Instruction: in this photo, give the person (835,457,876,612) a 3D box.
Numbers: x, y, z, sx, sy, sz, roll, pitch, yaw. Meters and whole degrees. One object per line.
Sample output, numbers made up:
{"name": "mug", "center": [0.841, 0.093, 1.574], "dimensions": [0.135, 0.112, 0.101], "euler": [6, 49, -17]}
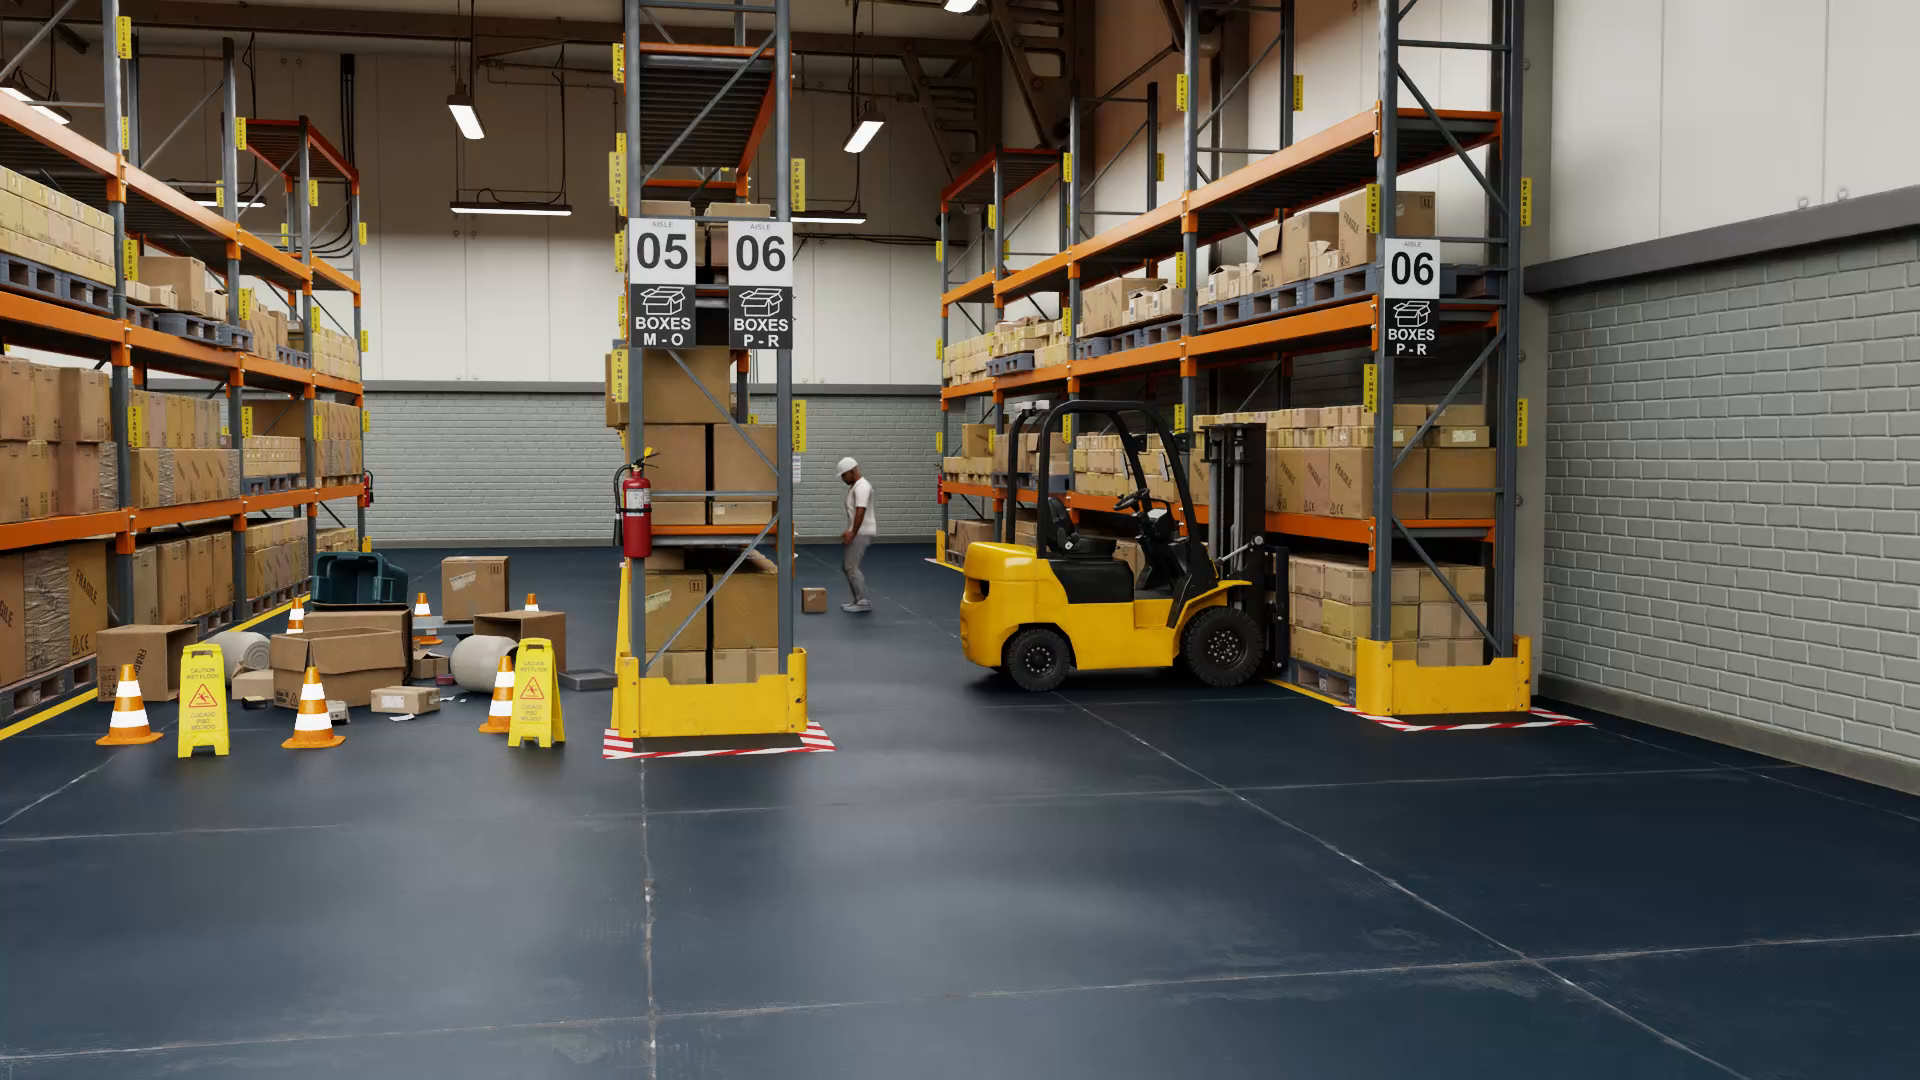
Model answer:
{"name": "person", "center": [-1.166, -0.063, 18.591], "dimensions": [0.453, 1.716, 0.591], "euler": [-1, 3, -10]}
